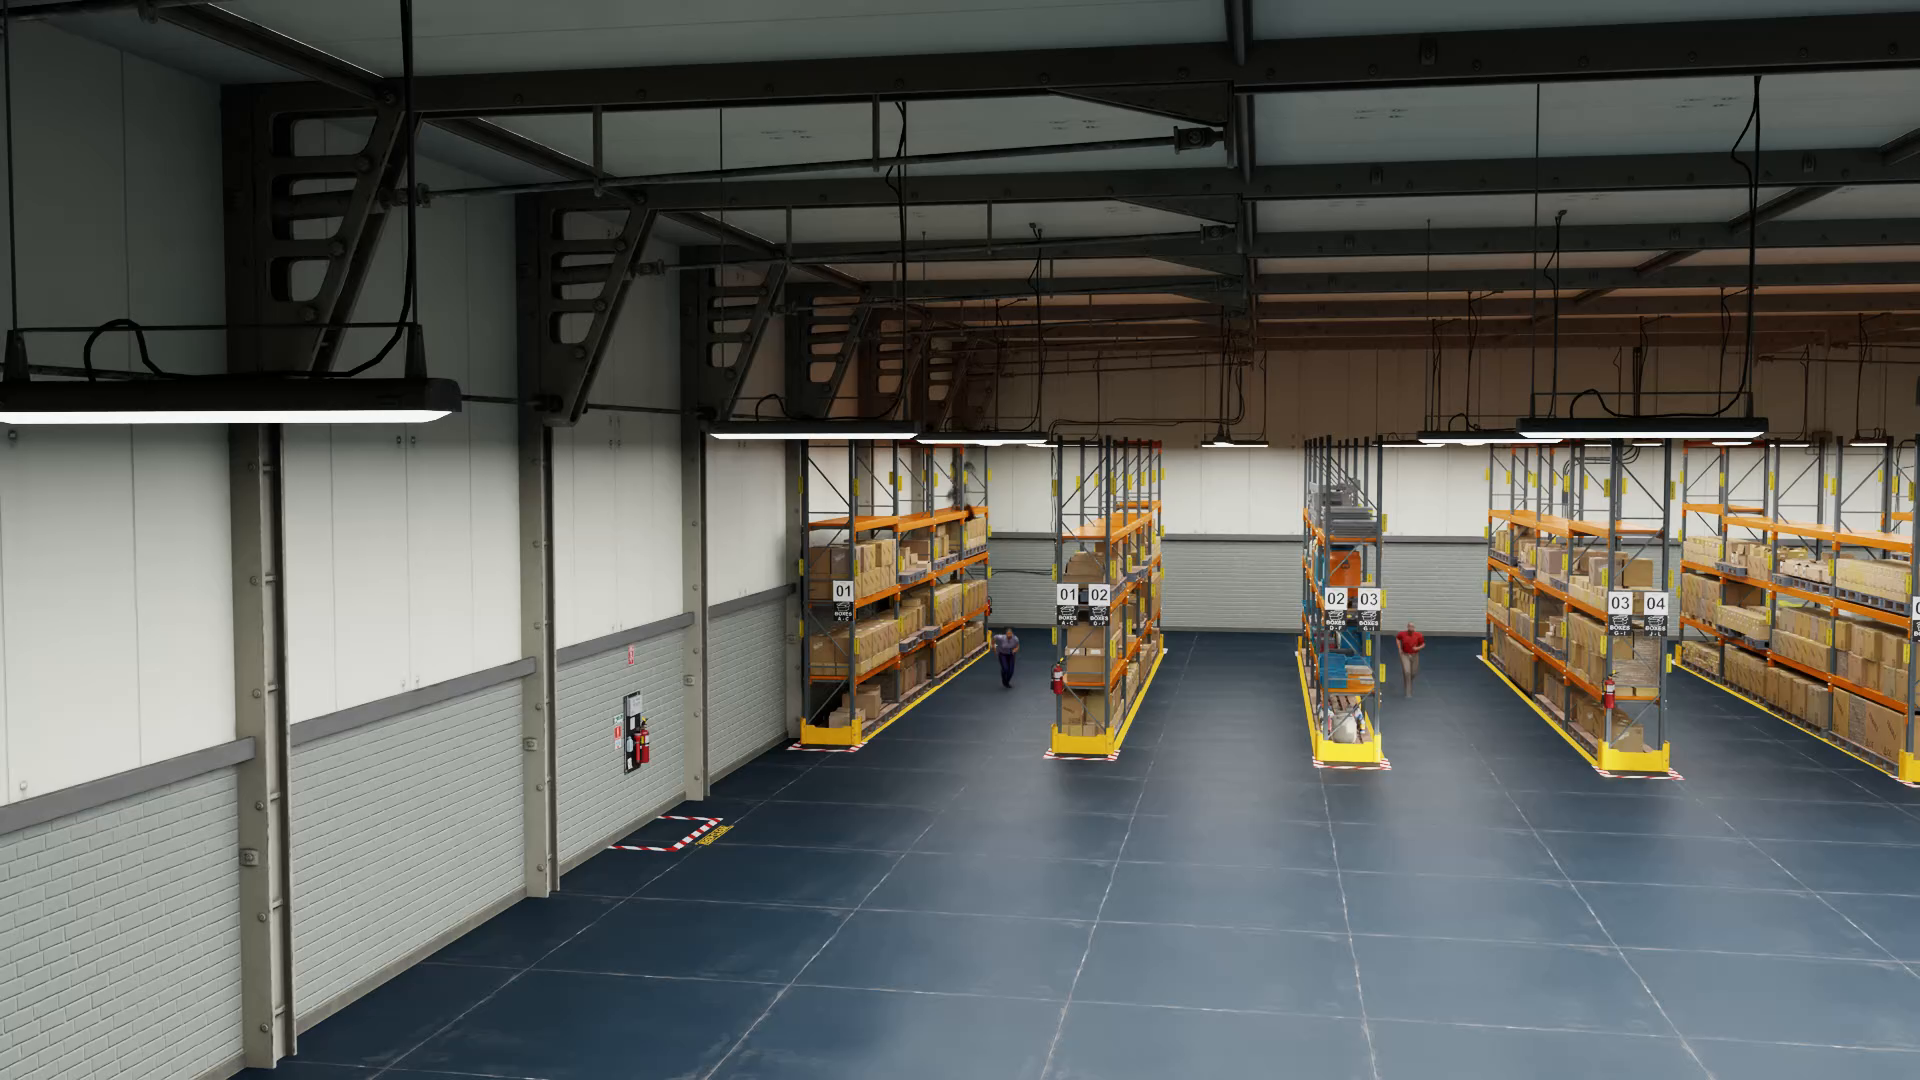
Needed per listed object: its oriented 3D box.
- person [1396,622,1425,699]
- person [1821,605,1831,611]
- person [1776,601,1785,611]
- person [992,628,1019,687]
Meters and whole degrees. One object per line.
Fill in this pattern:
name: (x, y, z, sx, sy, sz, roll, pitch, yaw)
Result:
person: (10.525, 2.789, 38.821, 0.614, 1.787, 1.075, 0, 3, 3)
person: (24.201, 2.372, 46.383, 0.772, 1.758, 0.546, -1, 3, -10)
person: (21.564, 2.500, 43.661, 0.710, 1.793, 0.809, 0, 3, -4)
person: (1.092, 2.826, 39.883, 0.637, 1.482, 0.862, 0, 3, -8)
